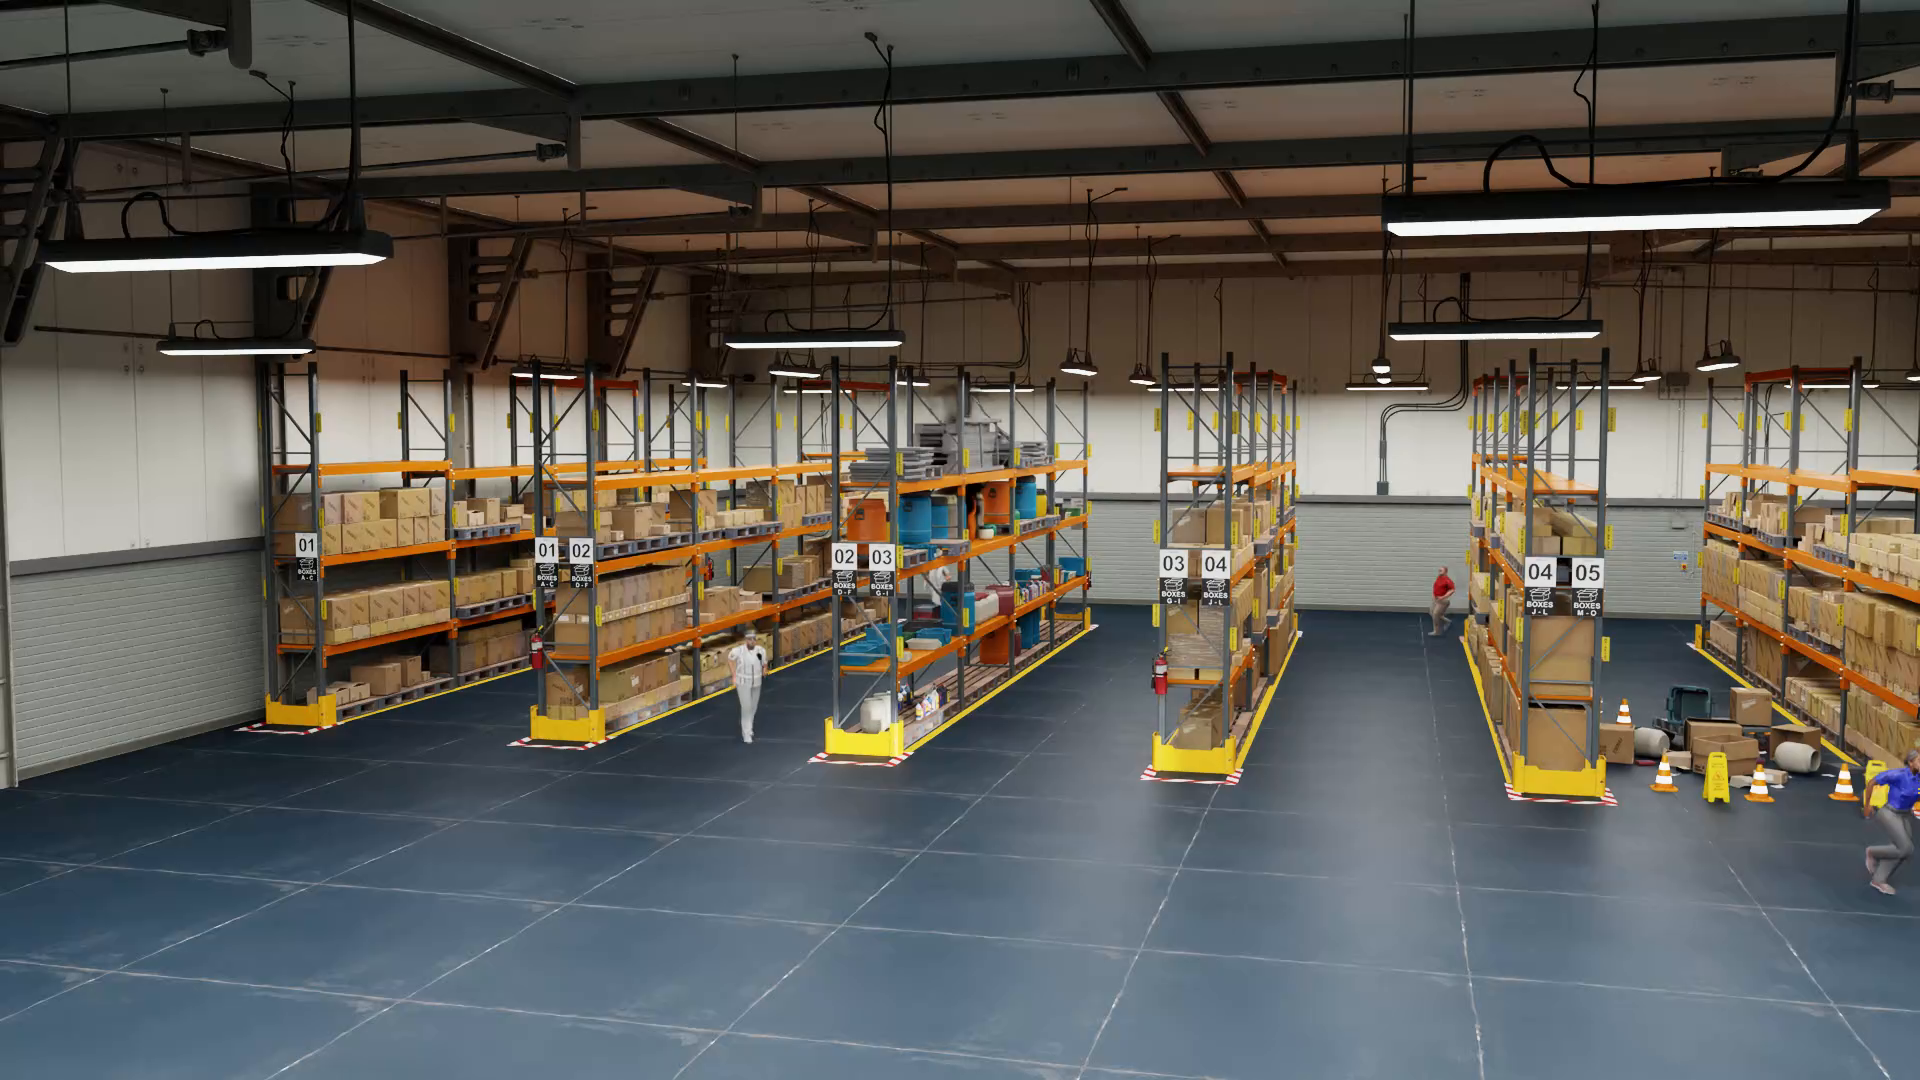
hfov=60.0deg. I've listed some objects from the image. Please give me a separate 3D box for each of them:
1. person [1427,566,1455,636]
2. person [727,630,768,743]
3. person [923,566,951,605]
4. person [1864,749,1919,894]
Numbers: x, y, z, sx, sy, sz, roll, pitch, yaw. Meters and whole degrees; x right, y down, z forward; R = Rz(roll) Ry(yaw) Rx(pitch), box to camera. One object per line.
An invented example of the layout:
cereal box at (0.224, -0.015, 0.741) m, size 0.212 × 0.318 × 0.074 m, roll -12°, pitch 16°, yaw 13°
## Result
person at (11.381, 1.435, 39.042) m, size 0.608 × 1.661 × 0.686 m, roll -1°, pitch 4°, yaw -16°
person at (-3.323, 2.309, 26.259) m, size 0.591 × 1.831 × 0.888 m, roll -2°, pitch 5°, yaw -28°
person at (-0.557, 1.235, 40.770) m, size 0.690 × 1.775 × 0.971 m, roll 0°, pitch 4°, yaw -4°
person at (9.991, 2.997, 17.657) m, size 0.562 × 1.559 × 0.676 m, roll -2°, pitch 5°, yaw -27°
